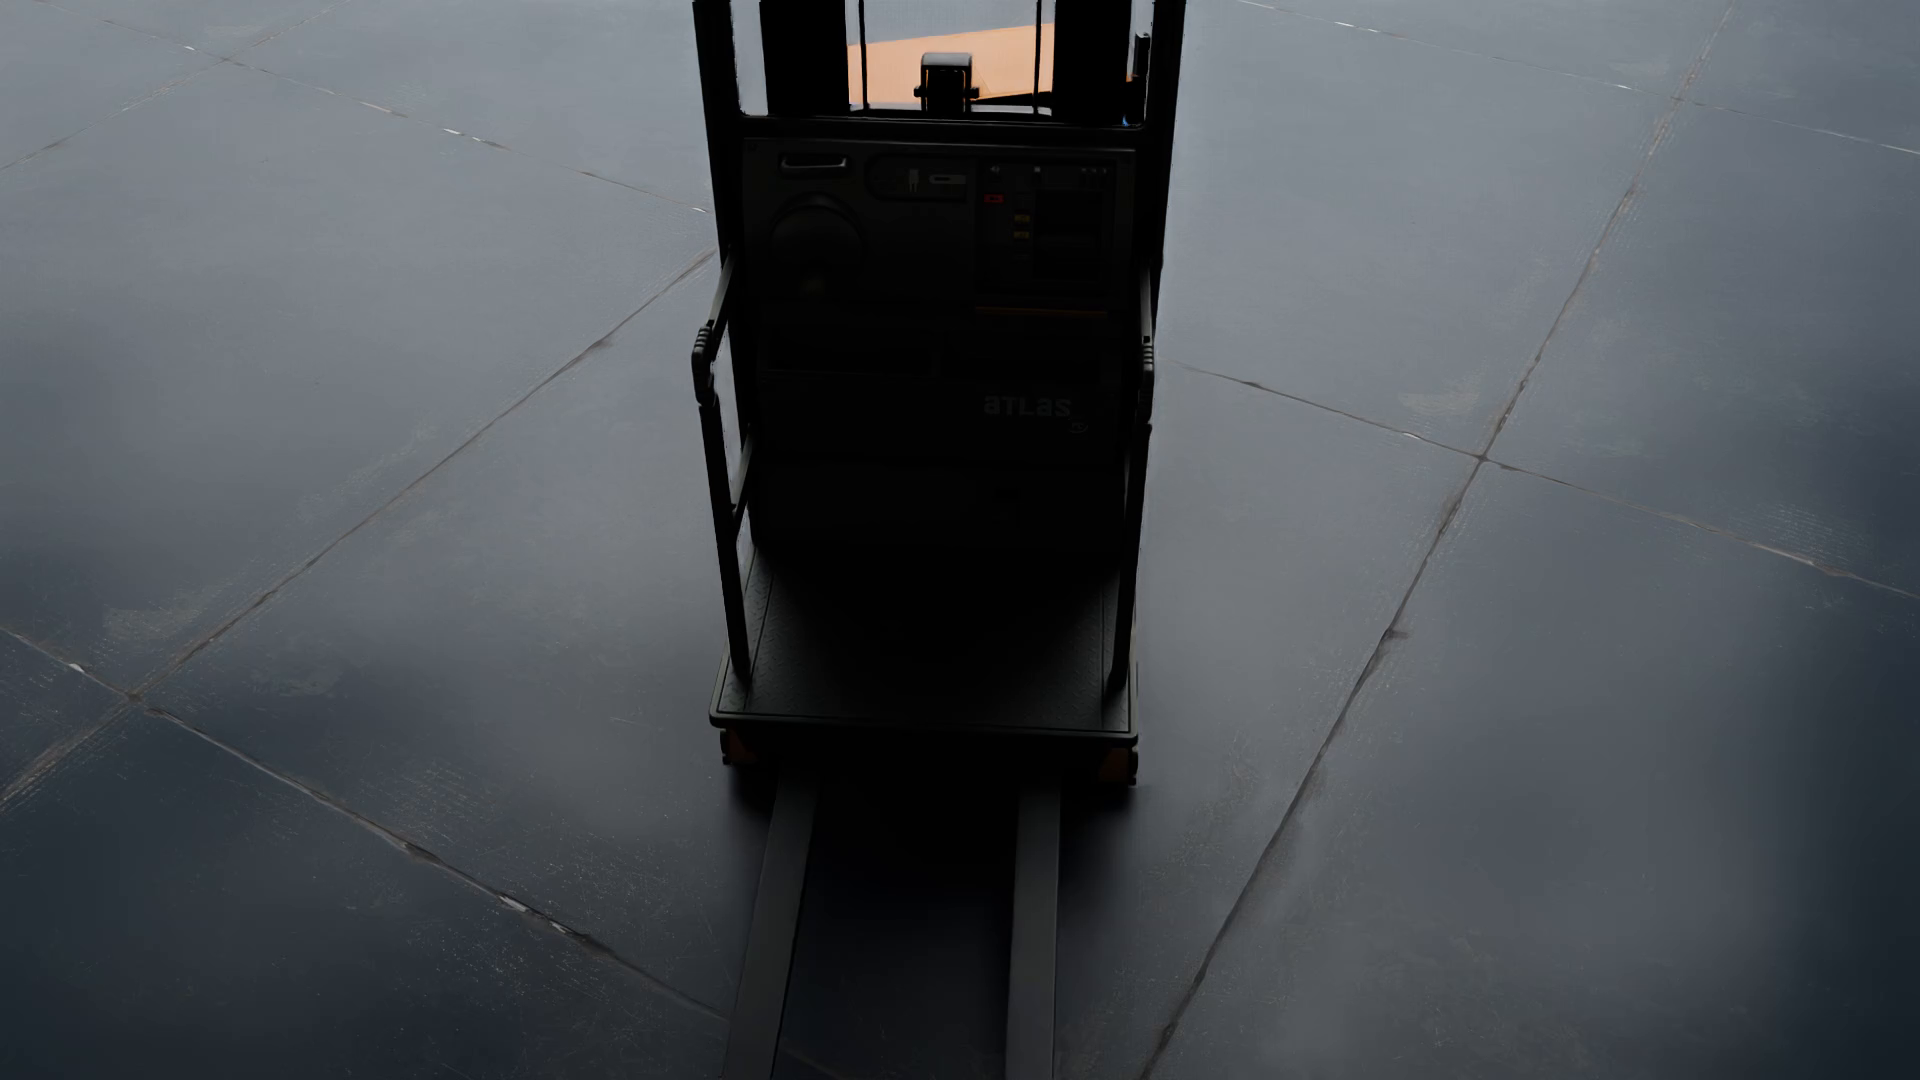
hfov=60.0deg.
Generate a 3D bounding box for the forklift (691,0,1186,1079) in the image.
[{"bbox_3d":[-0.065,-0.673,3.797,1.130,2.935,3.031,3,41,3],"label":"forklift"}]

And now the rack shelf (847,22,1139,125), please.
[{"bbox_3d":[0.045,-1.513,5.674,1.000,0.278,0.538,-10,42,-11],"label":"rack shelf"}]

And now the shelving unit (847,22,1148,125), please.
[{"bbox_3d":[0.045,-1.293,5.867,1.048,1.125,0.538,-10,42,-11],"label":"shelving unit"}]

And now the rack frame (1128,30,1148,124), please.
[{"bbox_3d":[0.538,-1.376,5.961,0.032,1.125,0.500,-10,42,-11],"label":"rack frame"}]
